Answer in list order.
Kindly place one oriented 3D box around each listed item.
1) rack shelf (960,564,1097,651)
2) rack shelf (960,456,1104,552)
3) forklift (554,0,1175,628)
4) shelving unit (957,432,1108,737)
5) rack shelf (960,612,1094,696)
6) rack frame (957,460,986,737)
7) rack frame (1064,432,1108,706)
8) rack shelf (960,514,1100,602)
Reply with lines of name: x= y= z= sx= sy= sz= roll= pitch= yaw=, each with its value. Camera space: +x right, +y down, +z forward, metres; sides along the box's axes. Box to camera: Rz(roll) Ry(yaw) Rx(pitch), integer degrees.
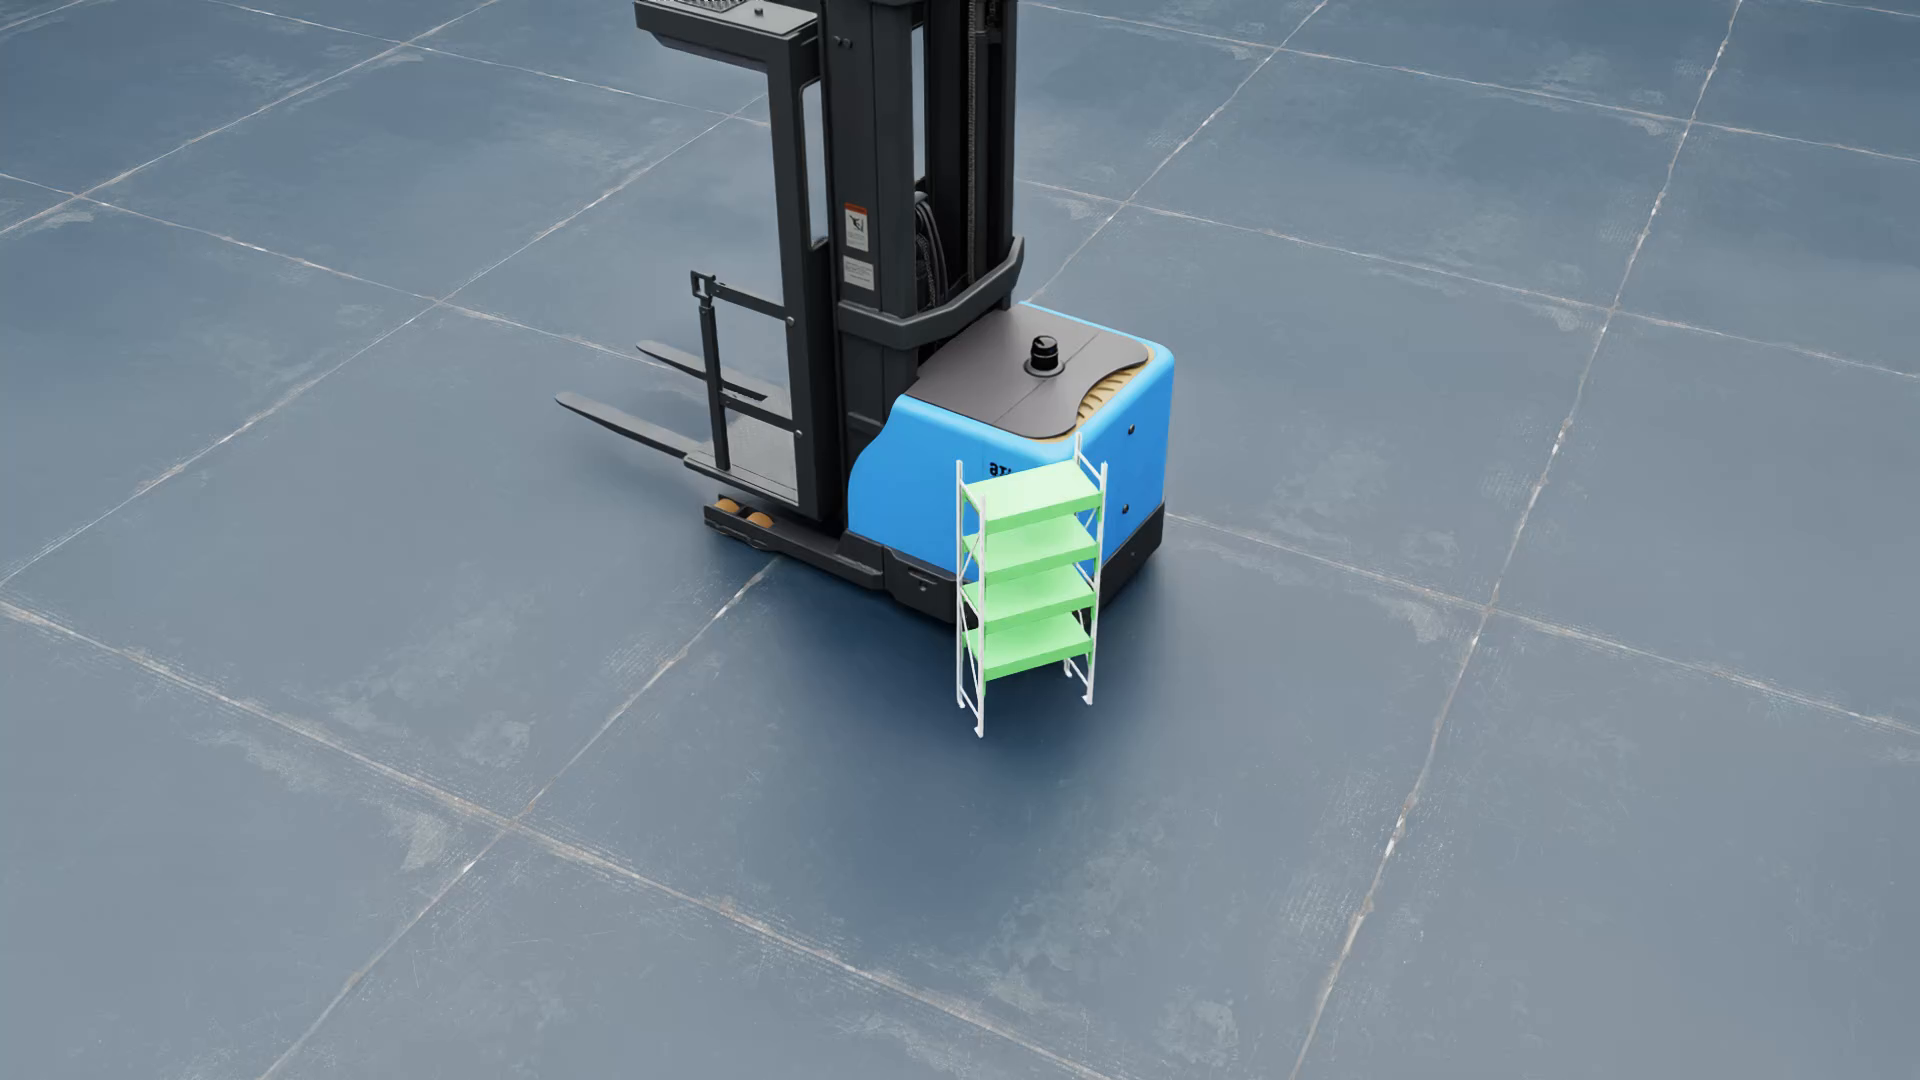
rack shelf: x=0.266 y=0.244 z=6.542 sx=0.480 sy=0.148 sz=0.258 roll=-14 pitch=39 yaw=-18
rack shelf: x=0.266 y=-0.138 z=6.251 sx=0.480 sy=0.148 sz=0.258 roll=-14 pitch=39 yaw=-18
forklift: x=-0.587 y=-1.371 z=7.132 sx=3.031 sy=2.935 sz=1.130 roll=22 pitch=42 yaw=26
shelving unit: x=0.266 y=0.193 z=6.503 sx=0.503 sy=1.200 sz=0.258 roll=-14 pitch=39 yaw=-18
rack shelf: x=0.266 y=0.435 z=6.687 sx=0.480 sy=0.148 sz=0.258 roll=-14 pitch=39 yaw=-18
rack frame: x=0.041 y=0.250 z=6.428 sx=0.015 sy=1.200 sz=0.240 roll=-14 pitch=39 yaw=-18
rack frame: x=0.491 y=0.136 z=6.578 sx=0.015 sy=1.200 sz=0.240 roll=-14 pitch=39 yaw=-18
rack shelf: x=0.266 y=0.053 z=6.397 sx=0.480 sy=0.148 sz=0.258 roll=-14 pitch=39 yaw=-18
